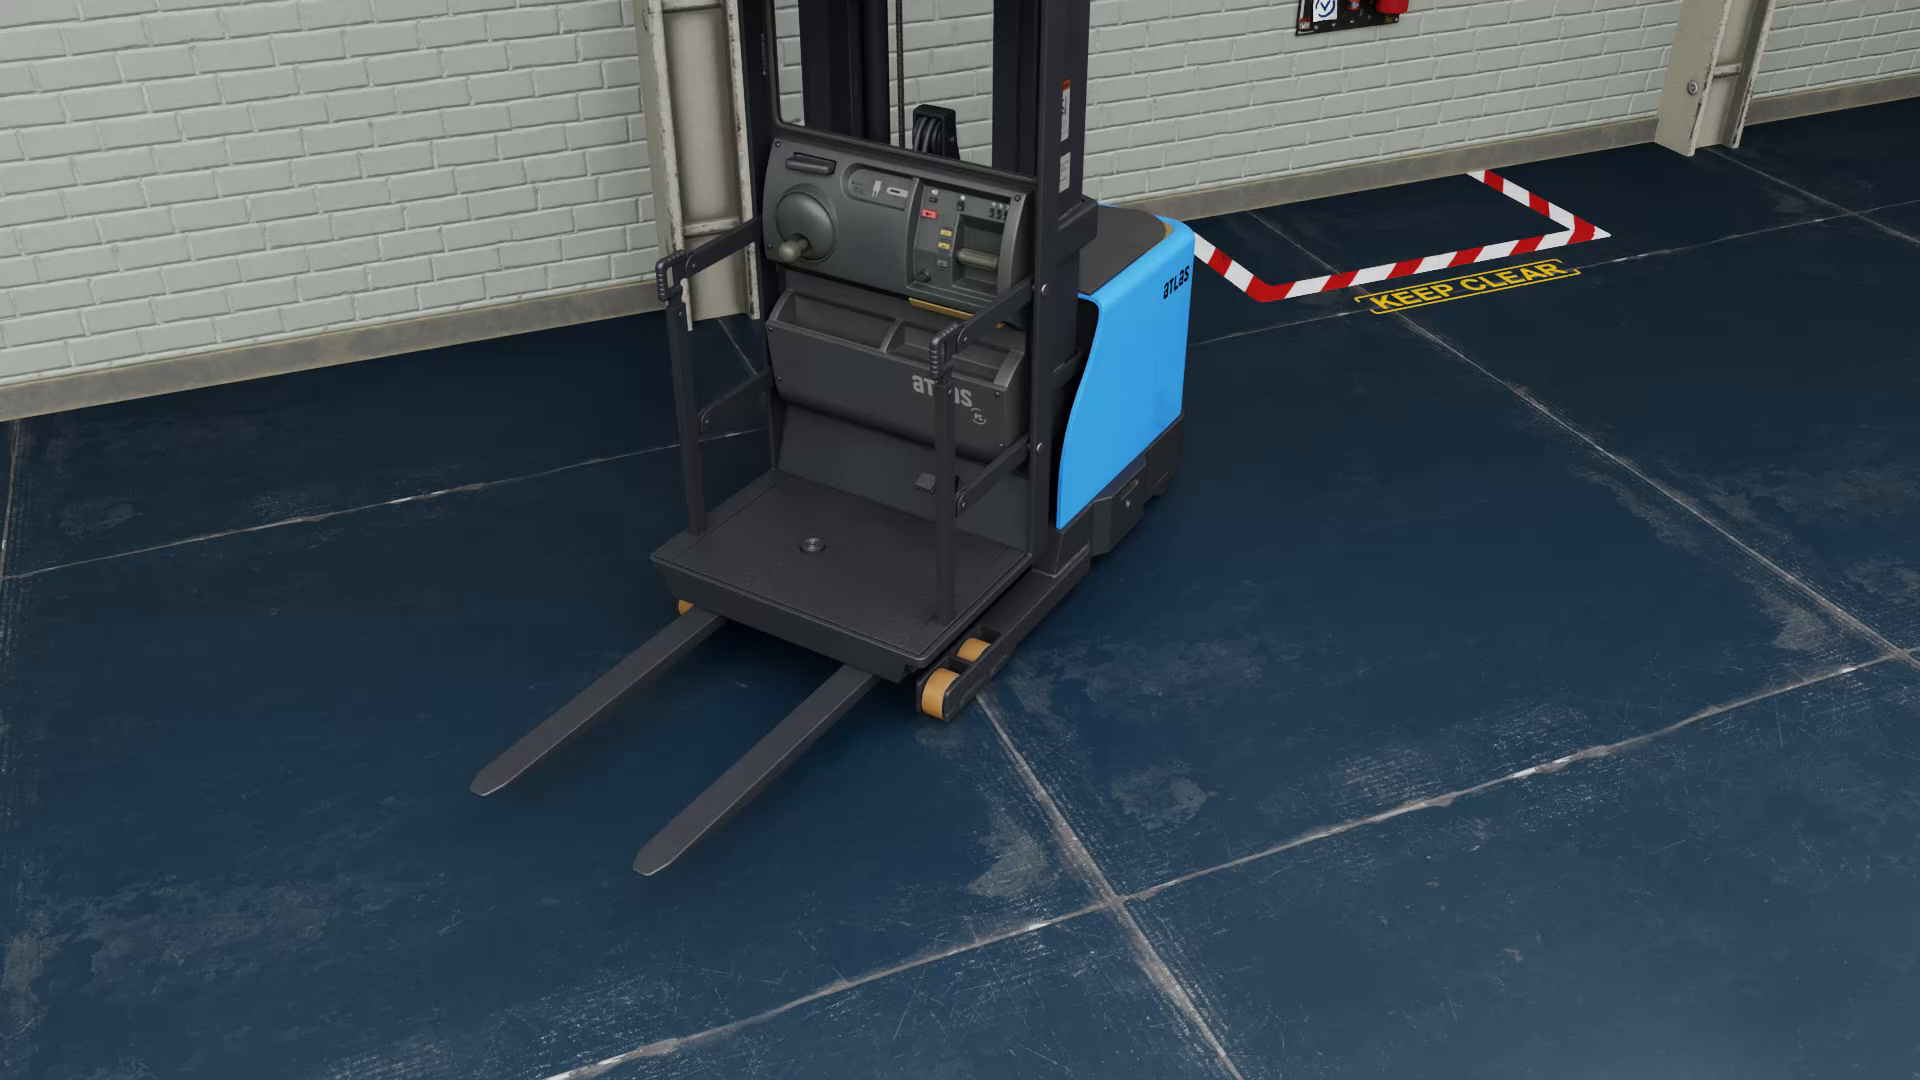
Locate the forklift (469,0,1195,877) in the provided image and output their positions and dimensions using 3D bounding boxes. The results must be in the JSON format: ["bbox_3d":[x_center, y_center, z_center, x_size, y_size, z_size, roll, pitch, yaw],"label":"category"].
[{"bbox_3d":[-0.327,-0.938,5.005,1.130,2.935,3.031,19,37,26],"label":"forklift"}]

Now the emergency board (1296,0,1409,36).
[{"bbox_3d":[2.064,-3.109,8.278,0.643,1.169,0.194,-13,35,-19],"label":"emergency board"}]

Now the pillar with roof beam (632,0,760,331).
[{"bbox_3d":[0.492,-2.695,2.140,0.400,9.000,9.100,-13,35,-19],"label":"pillar with roof beam"}]

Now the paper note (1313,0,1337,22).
[{"bbox_3d":[1.874,-2.737,8.514,0.142,0.148,0.016,-13,35,-19],"label":"paper note"}]

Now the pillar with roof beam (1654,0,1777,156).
[{"bbox_3d":[6.024,-3.961,4.087,0.400,9.000,9.100,-13,35,-19],"label":"pillar with roof beam"}]
